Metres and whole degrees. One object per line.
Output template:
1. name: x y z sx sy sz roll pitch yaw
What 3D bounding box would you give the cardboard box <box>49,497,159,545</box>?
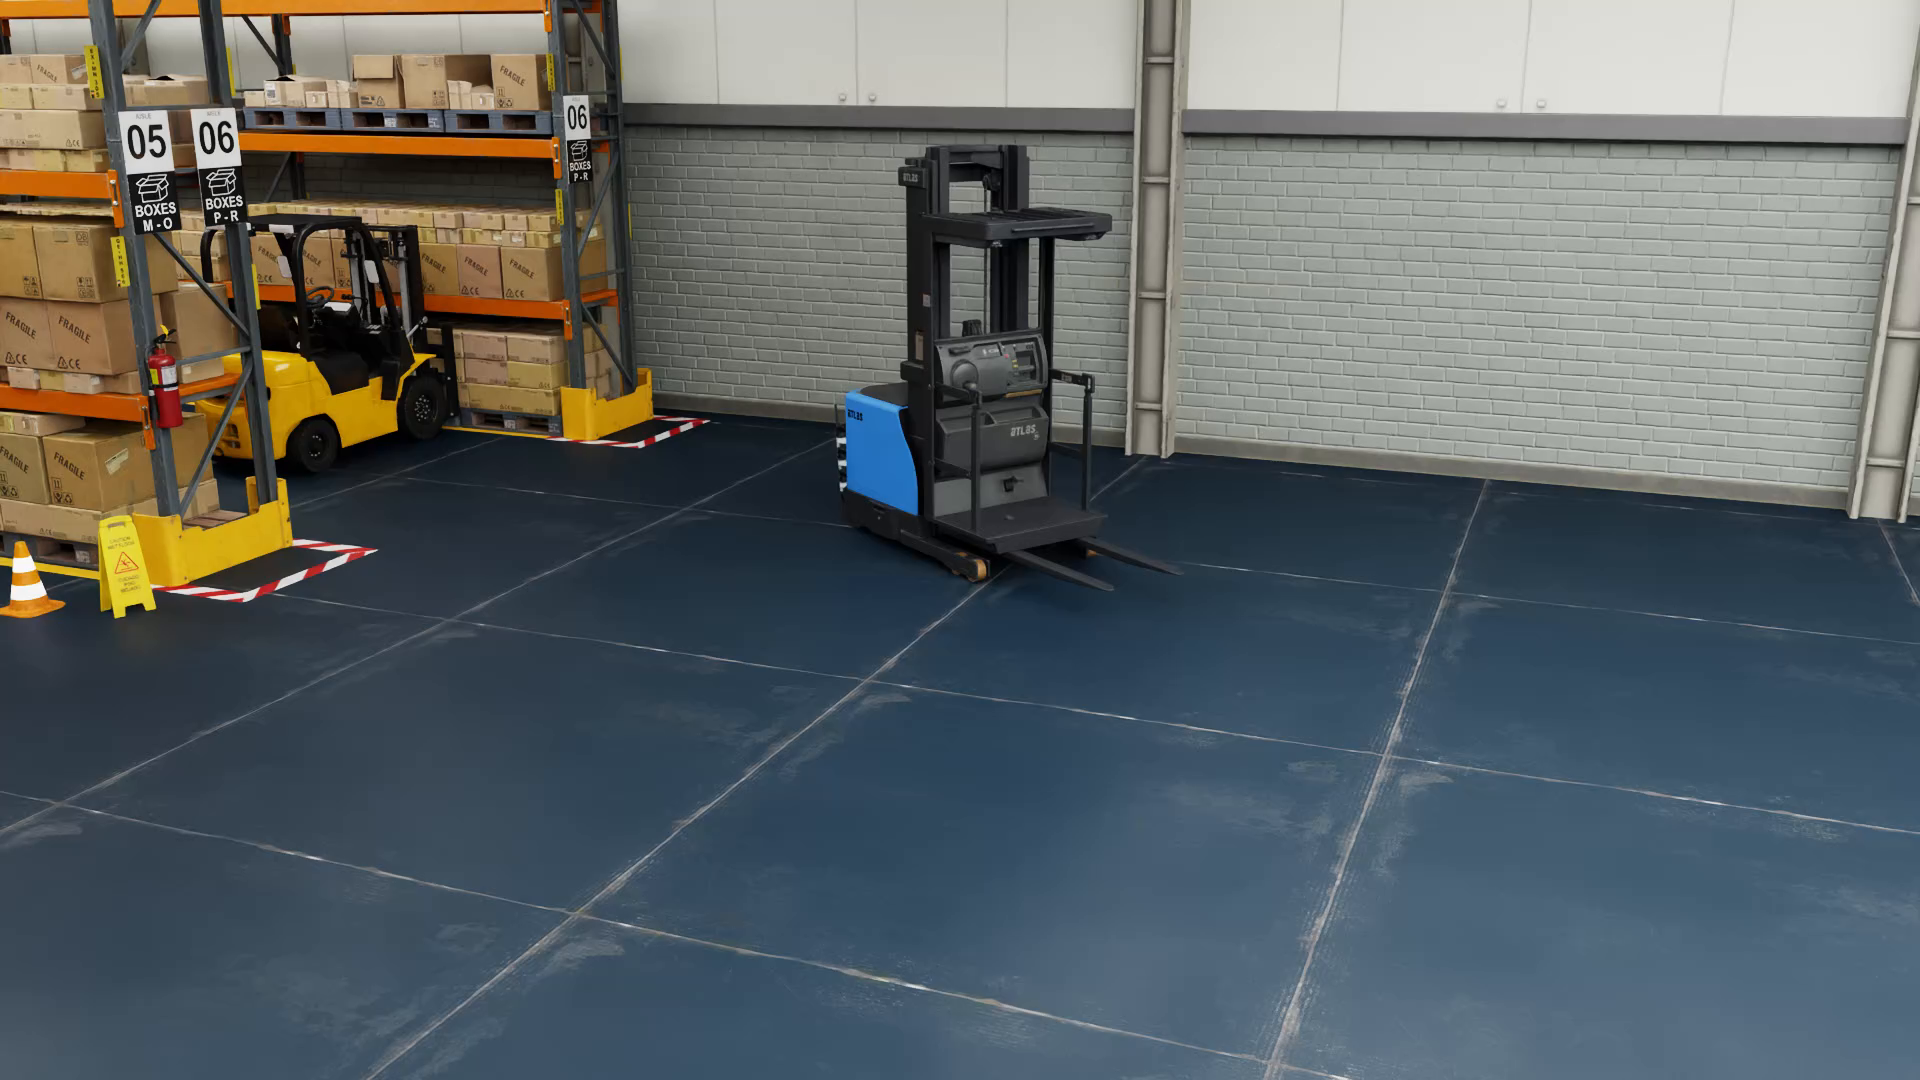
1. cardboard box: -6.191 -0.167 12.049 0.500 0.250 0.500 6 17 20

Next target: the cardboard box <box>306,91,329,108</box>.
1. cardboard box: -6.201 -4.334 16.360 0.250 0.149 0.380 7 18 22

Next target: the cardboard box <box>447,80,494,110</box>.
1. cardboard box: -4.619 -4.216 15.745 0.258 0.266 0.396 6 17 21

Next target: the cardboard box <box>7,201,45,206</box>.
1. cardboard box: -10.566 -3.756 18.887 0.250 0.149 0.380 7 18 22

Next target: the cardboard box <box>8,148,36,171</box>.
1. cardboard box: -6.231 -2.608 11.346 0.250 0.149 0.380 7 18 22

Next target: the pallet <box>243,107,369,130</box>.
1. pallet: -6.419 -4.285 16.833 1.213 0.211 1.003 6 17 21

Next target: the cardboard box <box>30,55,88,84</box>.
1. cardboard box: -9.411 -4.874 17.589 0.500 0.500 0.500 7 17 22

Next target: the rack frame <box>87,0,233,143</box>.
1. rack frame: -5.318 -4.152 10.834 0.127 3.000 1.000 6 17 21

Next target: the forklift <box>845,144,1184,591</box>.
1. forklift: 0.359 -1.265 11.774 1.130 2.935 3.031 -11 20 -34

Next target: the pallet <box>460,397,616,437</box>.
1. pallet: -4.227 -1.287 16.727 1.213 0.211 1.003 6 17 21

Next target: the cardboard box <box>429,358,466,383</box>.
1. cardboard box: -5.019 -1.750 16.603 0.500 0.250 0.500 6 17 19

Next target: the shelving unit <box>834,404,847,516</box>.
1. shelving unit: -0.812 -0.637 13.224 0.258 0.900 0.210 -11 14 -33

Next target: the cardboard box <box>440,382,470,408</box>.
1. cardboard box: -4.975 -1.513 16.683 0.500 0.250 0.500 6 17 21

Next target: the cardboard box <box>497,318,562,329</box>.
1. cardboard box: -4.344 -2.068 16.803 0.500 0.250 0.500 6 17 21

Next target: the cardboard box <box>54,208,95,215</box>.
1. cardboard box: -9.550 -3.498 18.000 0.250 0.149 0.380 7 17 22

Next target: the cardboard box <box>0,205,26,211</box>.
1. cardboard box: -10.505 -3.600 18.353 0.250 0.149 0.380 7 17 22

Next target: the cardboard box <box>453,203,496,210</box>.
1. cardboard box: -4.903 -3.312 16.824 0.250 0.149 0.380 6 17 19

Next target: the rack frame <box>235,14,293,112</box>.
1. rack frame: -7.221 -5.849 16.680 0.127 3.000 1.000 6 17 21

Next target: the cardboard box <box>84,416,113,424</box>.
1. cardboard box: -6.477 -0.721 12.611 0.500 0.500 0.500 6 17 19

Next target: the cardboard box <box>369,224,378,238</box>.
1. cardboard box: -5.841 -3.088 16.588 0.250 0.149 0.380 6 17 19

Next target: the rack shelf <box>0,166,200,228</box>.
1. rack shelf: -7.179 -2.570 12.058 4.000 0.370 1.077 6 17 21

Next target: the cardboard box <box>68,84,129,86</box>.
1. cardboard box: -6.024 -3.126 11.702 0.250 0.149 0.380 6 17 21

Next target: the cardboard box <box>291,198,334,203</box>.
1. cardboard box: -6.814 -3.516 17.528 0.250 0.149 0.380 6 17 21

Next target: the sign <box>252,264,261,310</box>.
1. sign: -5.119 -1.827 12.035 0.005 0.325 0.100 6 17 21

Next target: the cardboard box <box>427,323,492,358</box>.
1. cardboard box: -4.993 -1.986 16.519 0.500 0.250 0.500 7 17 21

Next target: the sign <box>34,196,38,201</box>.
1. sign: -10.742 -4.077 19.261 0.005 0.325 0.100 6 17 21

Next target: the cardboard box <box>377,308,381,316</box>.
1. cardboard box: -6.216 -2.281 17.536 0.500 0.250 0.500 6 17 20

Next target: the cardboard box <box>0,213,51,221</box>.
1. cardboard box: -6.854 -2.017 11.734 0.500 0.500 0.700 6 17 20

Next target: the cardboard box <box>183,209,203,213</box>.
1. cardboard box: -8.177 -3.506 18.029 0.250 0.149 0.380 6 17 20

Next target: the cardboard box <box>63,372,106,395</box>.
1. cardboard box: -6.021 -1.130 11.637 0.250 0.149 0.380 6 17 20

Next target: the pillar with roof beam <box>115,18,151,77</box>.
1. pillar with roof beam: -10.979 -5.242 14.589 0.400 9.000 9.100 6 17 21

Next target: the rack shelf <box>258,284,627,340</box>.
1. rack shelf: -5.361 -2.418 16.912 4.000 0.370 1.077 6 17 21

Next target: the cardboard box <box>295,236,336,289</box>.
1. cardboard box: -6.414 -2.854 16.944 0.500 0.500 0.500 7 17 22

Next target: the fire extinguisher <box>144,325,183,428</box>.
1. fire extinguisher: -5.381 -1.102 11.230 0.183 0.674 0.296 6 17 21

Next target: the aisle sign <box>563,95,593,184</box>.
1. aisle sign: -3.547 -3.724 15.459 0.004 0.787 0.394 6 17 21

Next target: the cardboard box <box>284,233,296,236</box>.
1. cardboard box: -6.780 -3.200 16.974 0.250 0.149 0.380 7 17 22

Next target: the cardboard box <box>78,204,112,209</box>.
1. cardboard box: -9.594 -3.662 18.563 0.250 0.149 0.380 6 17 20

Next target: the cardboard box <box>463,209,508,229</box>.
1. cardboard box: -4.609 -3.125 16.180 0.250 0.149 0.380 6 17 21

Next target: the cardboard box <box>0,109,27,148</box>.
1. cardboard box: -6.356 -2.820 11.362 0.500 0.250 0.500 6 17 20

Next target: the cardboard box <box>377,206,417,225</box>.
1. cardboard box: -5.568 -3.228 16.538 0.250 0.149 0.380 6 17 21

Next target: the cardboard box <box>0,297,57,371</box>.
1. cardboard box: -6.388 -1.498 11.741 0.500 0.500 0.500 6 17 21

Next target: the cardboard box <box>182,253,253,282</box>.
1. cardboard box: -7.786 -2.879 17.481 0.500 0.250 0.500 7 17 22

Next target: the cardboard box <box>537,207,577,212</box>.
1. cardboard box: -3.959 -3.194 16.419 0.250 0.149 0.380 7 18 23

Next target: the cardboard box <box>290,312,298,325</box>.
1. cardboard box: -6.887 -2.198 17.251 0.500 0.250 0.500 6 17 20

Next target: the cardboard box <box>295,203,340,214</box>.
1. cardboard box: -6.517 -3.333 16.899 0.250 0.149 0.380 6 17 20

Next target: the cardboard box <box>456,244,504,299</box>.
1. cardboard box: -4.534 -2.644 16.222 0.500 0.500 0.500 7 18 22

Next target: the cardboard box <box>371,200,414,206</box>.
1. cardboard box: -5.855 -3.415 17.179 0.250 0.149 0.380 6 17 20

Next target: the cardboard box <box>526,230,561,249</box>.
1. cardboard box: -3.926 -2.881 15.874 0.250 0.149 0.380 7 17 21

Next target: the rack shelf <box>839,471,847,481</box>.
1. rack shelf: -0.805 -0.517 13.248 0.258 0.077 0.200 -11 14 -33

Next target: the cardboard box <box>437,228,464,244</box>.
1. cardboard box: -4.885 -2.985 16.233 0.250 0.149 0.380 6 17 19

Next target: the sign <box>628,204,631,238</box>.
1. sign: -3.291 -3.156 16.468 0.005 0.325 0.100 6 17 21

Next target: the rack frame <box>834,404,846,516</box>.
1. rack frame: -0.869 -0.651 13.306 0.240 0.900 0.006 -11 14 -33

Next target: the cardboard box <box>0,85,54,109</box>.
1. cardboard box: -6.428 -3.029 11.366 0.250 0.149 0.380 6 17 21
